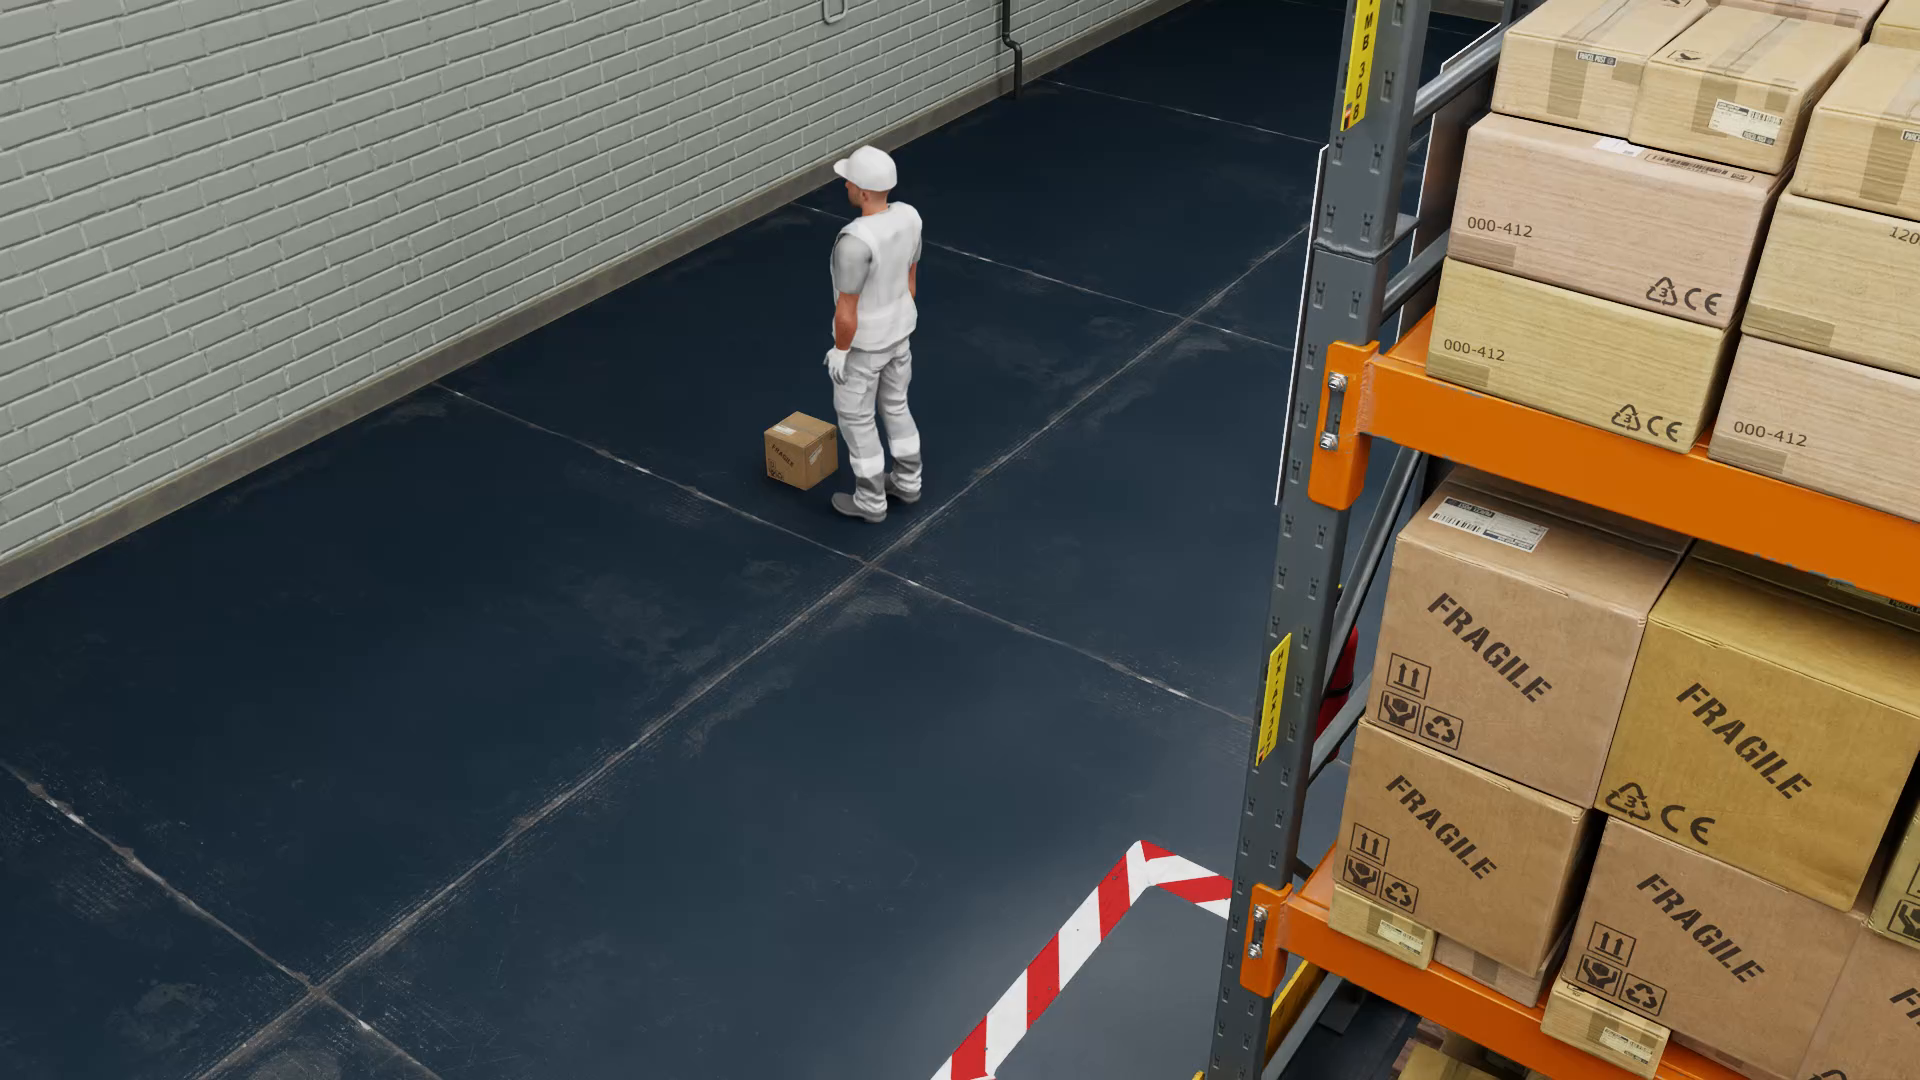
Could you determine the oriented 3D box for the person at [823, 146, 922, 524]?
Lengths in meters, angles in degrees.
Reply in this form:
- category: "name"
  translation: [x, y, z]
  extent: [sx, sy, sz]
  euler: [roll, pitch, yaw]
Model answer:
- category: "person"
  translation: [-0.397, -0.912, 7.461]
  extent: [0.352, 1.786, 0.524]
  euler: [22, 40, 29]
